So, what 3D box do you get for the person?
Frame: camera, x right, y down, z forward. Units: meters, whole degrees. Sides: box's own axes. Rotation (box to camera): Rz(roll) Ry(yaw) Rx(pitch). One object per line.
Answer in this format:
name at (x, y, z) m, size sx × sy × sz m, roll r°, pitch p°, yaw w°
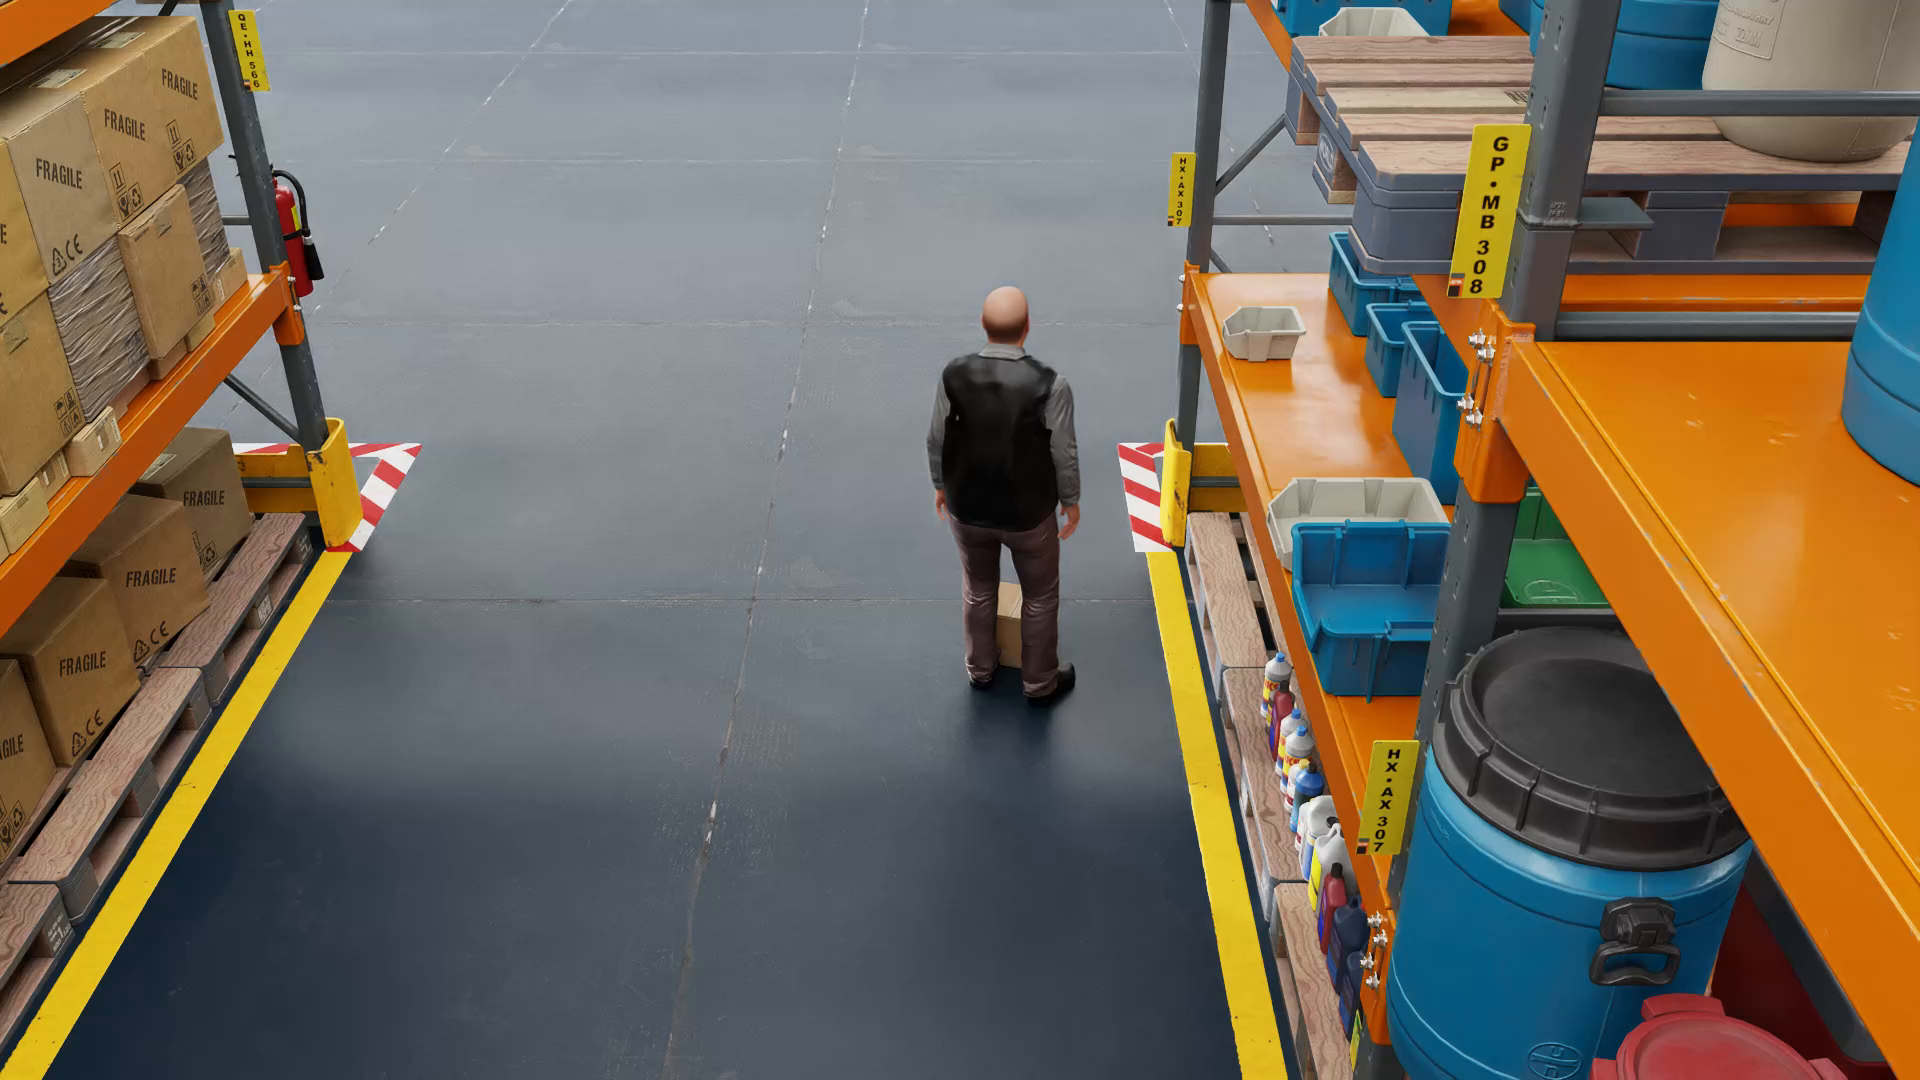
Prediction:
person at (0.171, -0.140, 6.387) m, size 0.588 × 1.721 × 0.463 m, roll 9°, pitch 32°, yaw 15°
